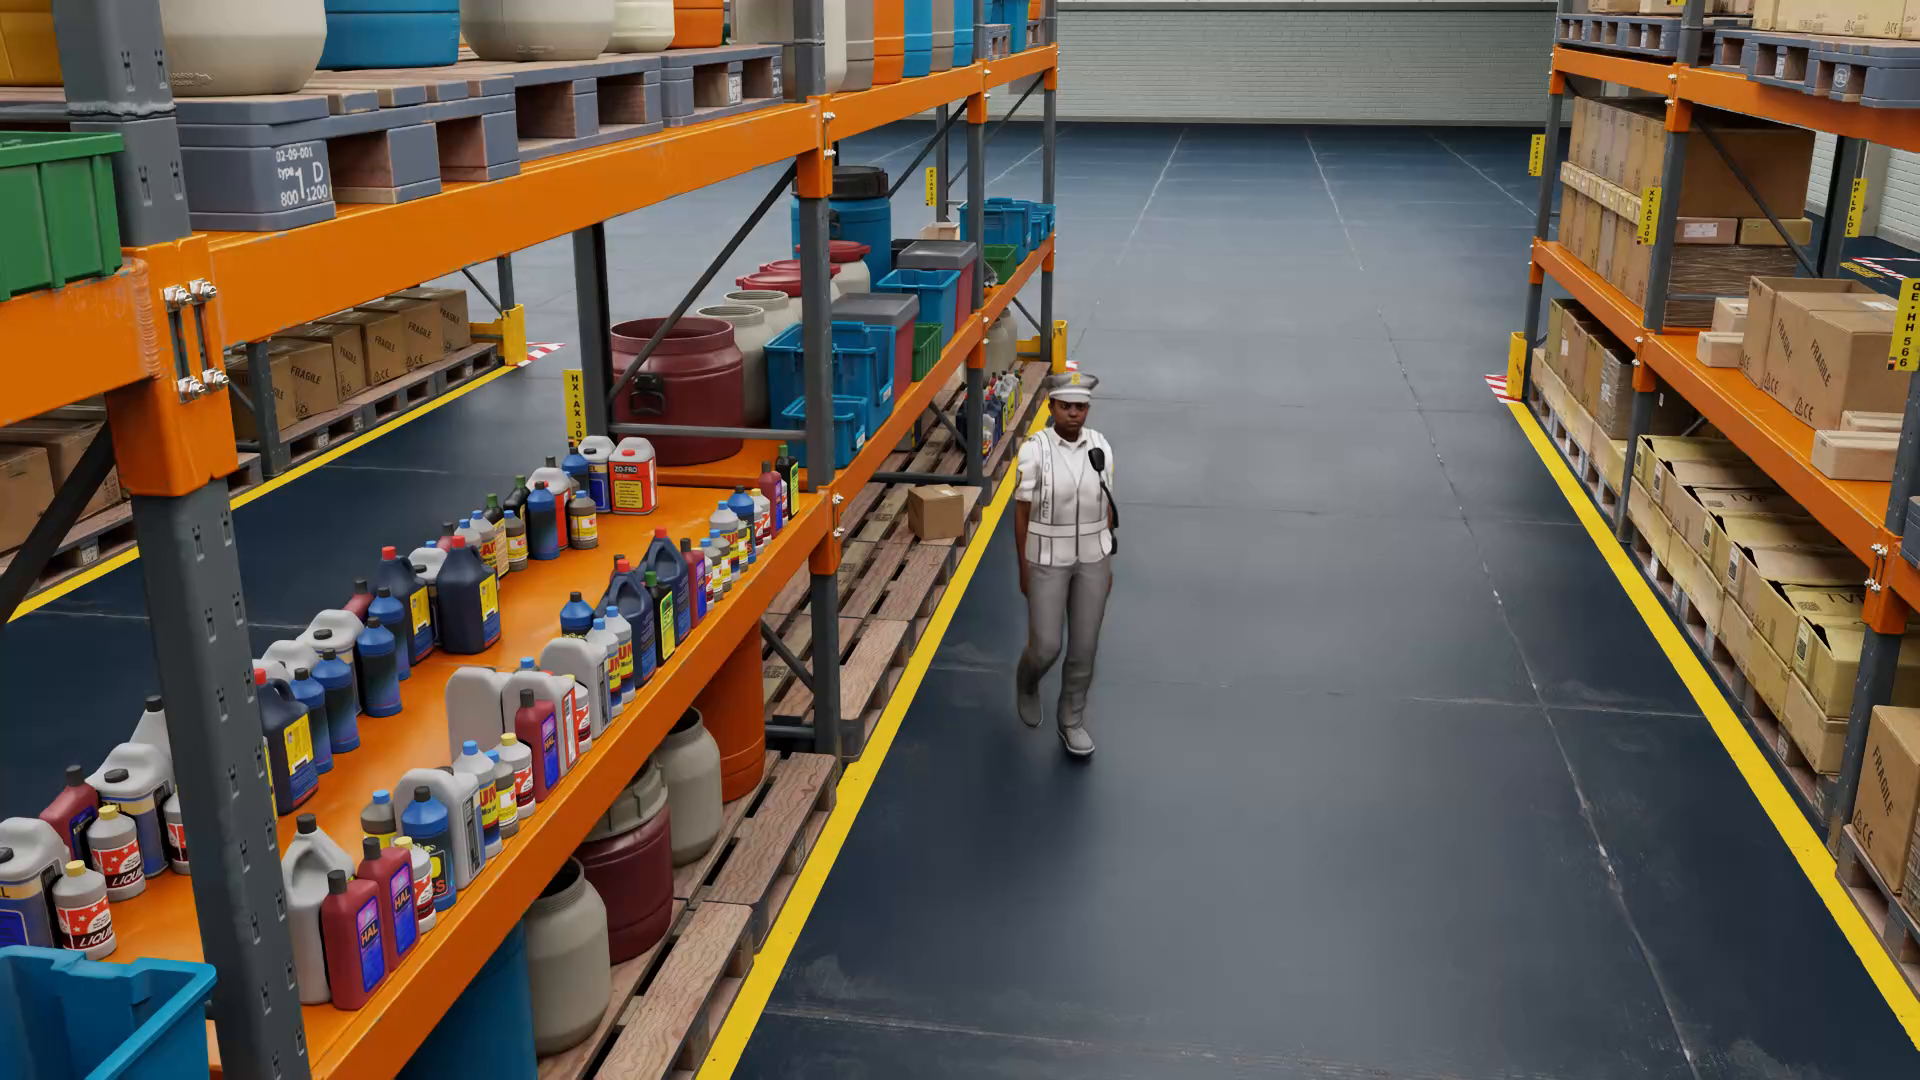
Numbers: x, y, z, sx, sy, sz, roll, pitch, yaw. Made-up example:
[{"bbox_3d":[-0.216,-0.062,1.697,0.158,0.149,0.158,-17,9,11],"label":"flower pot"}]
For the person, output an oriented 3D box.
[{"bbox_3d":[0.452,0.080,7.186,0.443,1.679,0.489,-5,19,-14],"label":"person"}]
